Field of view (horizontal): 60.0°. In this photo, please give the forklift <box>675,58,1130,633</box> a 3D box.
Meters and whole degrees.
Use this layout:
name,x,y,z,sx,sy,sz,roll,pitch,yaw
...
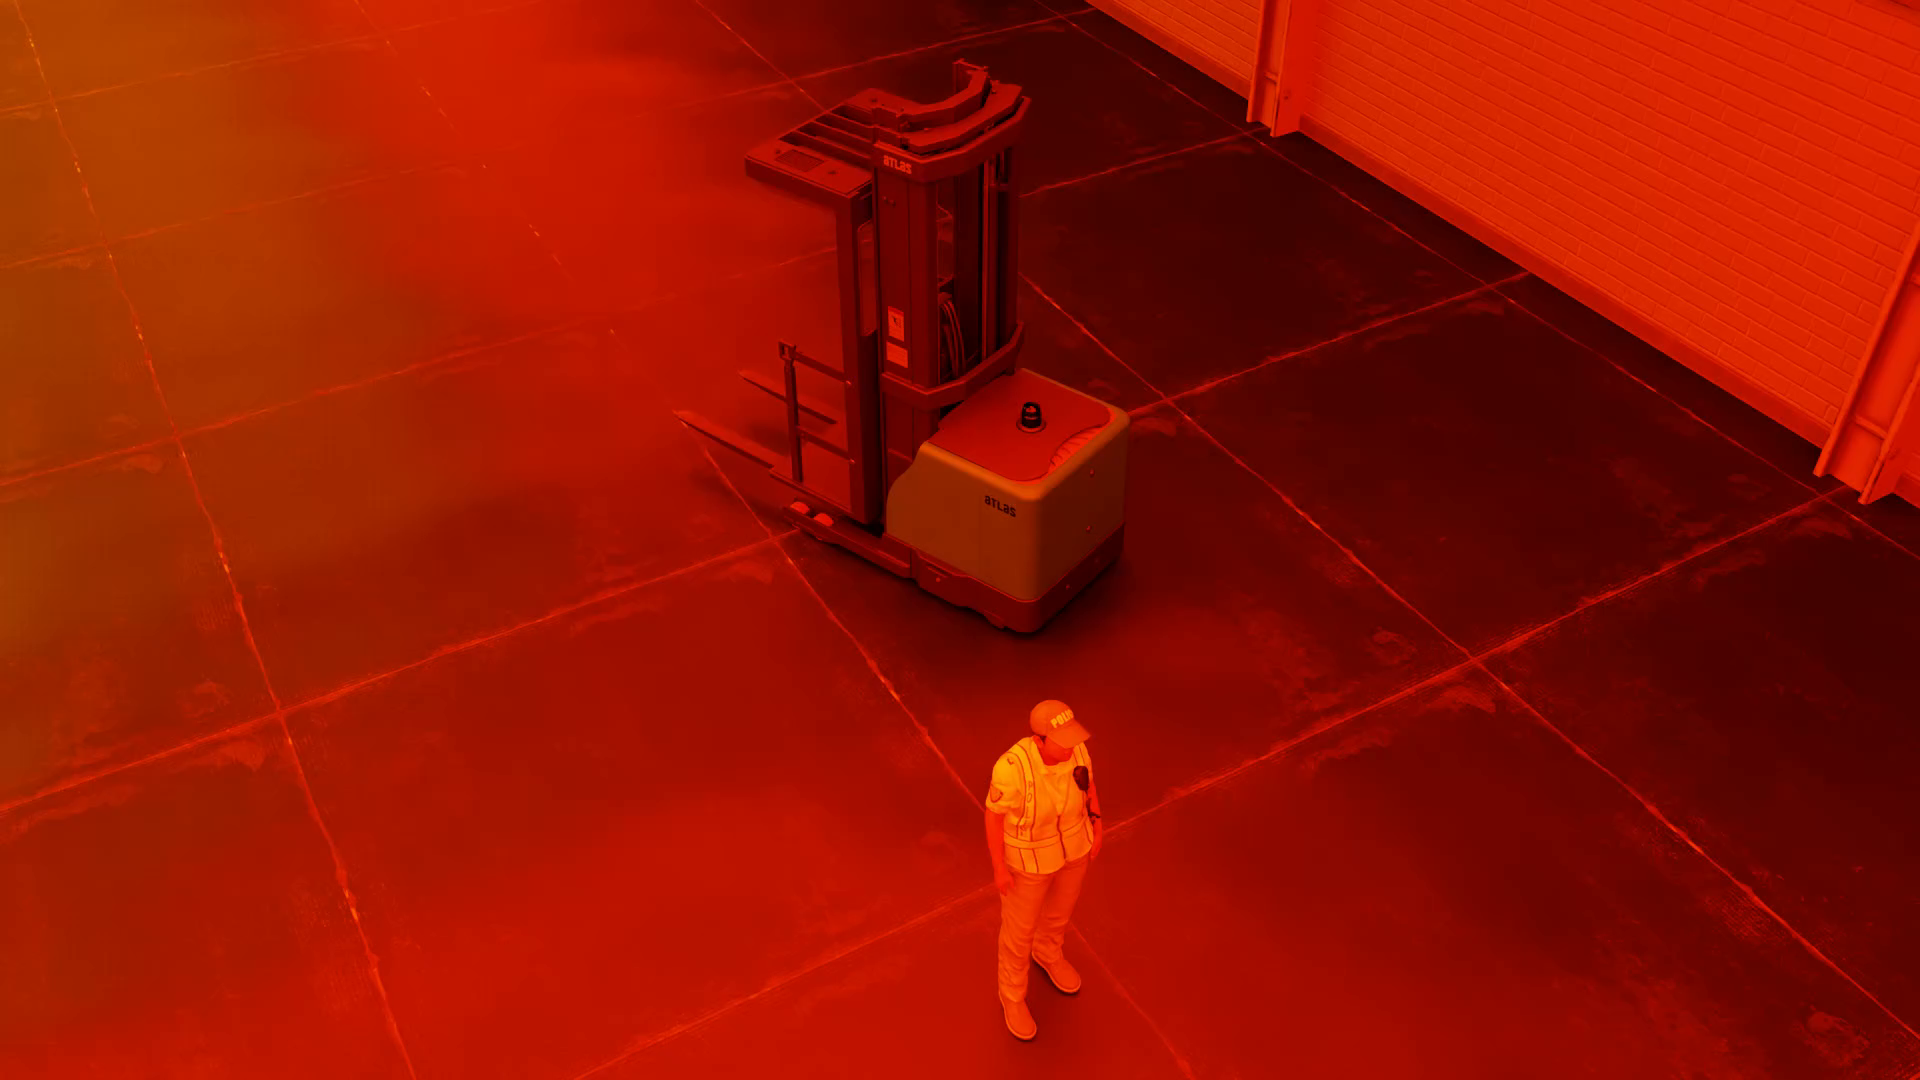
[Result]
name,x,y,z,sx,sy,sz,roll,pitch,yaw
forklift,-0.481,-1.366,9.683,3.031,2.935,1.130,26,46,28

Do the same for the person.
name,x,y,z,sx,sy,sz,roll,pitch,yaw
person,0.398,1.415,7.310,0.598,1.670,0.529,-20,44,-23
